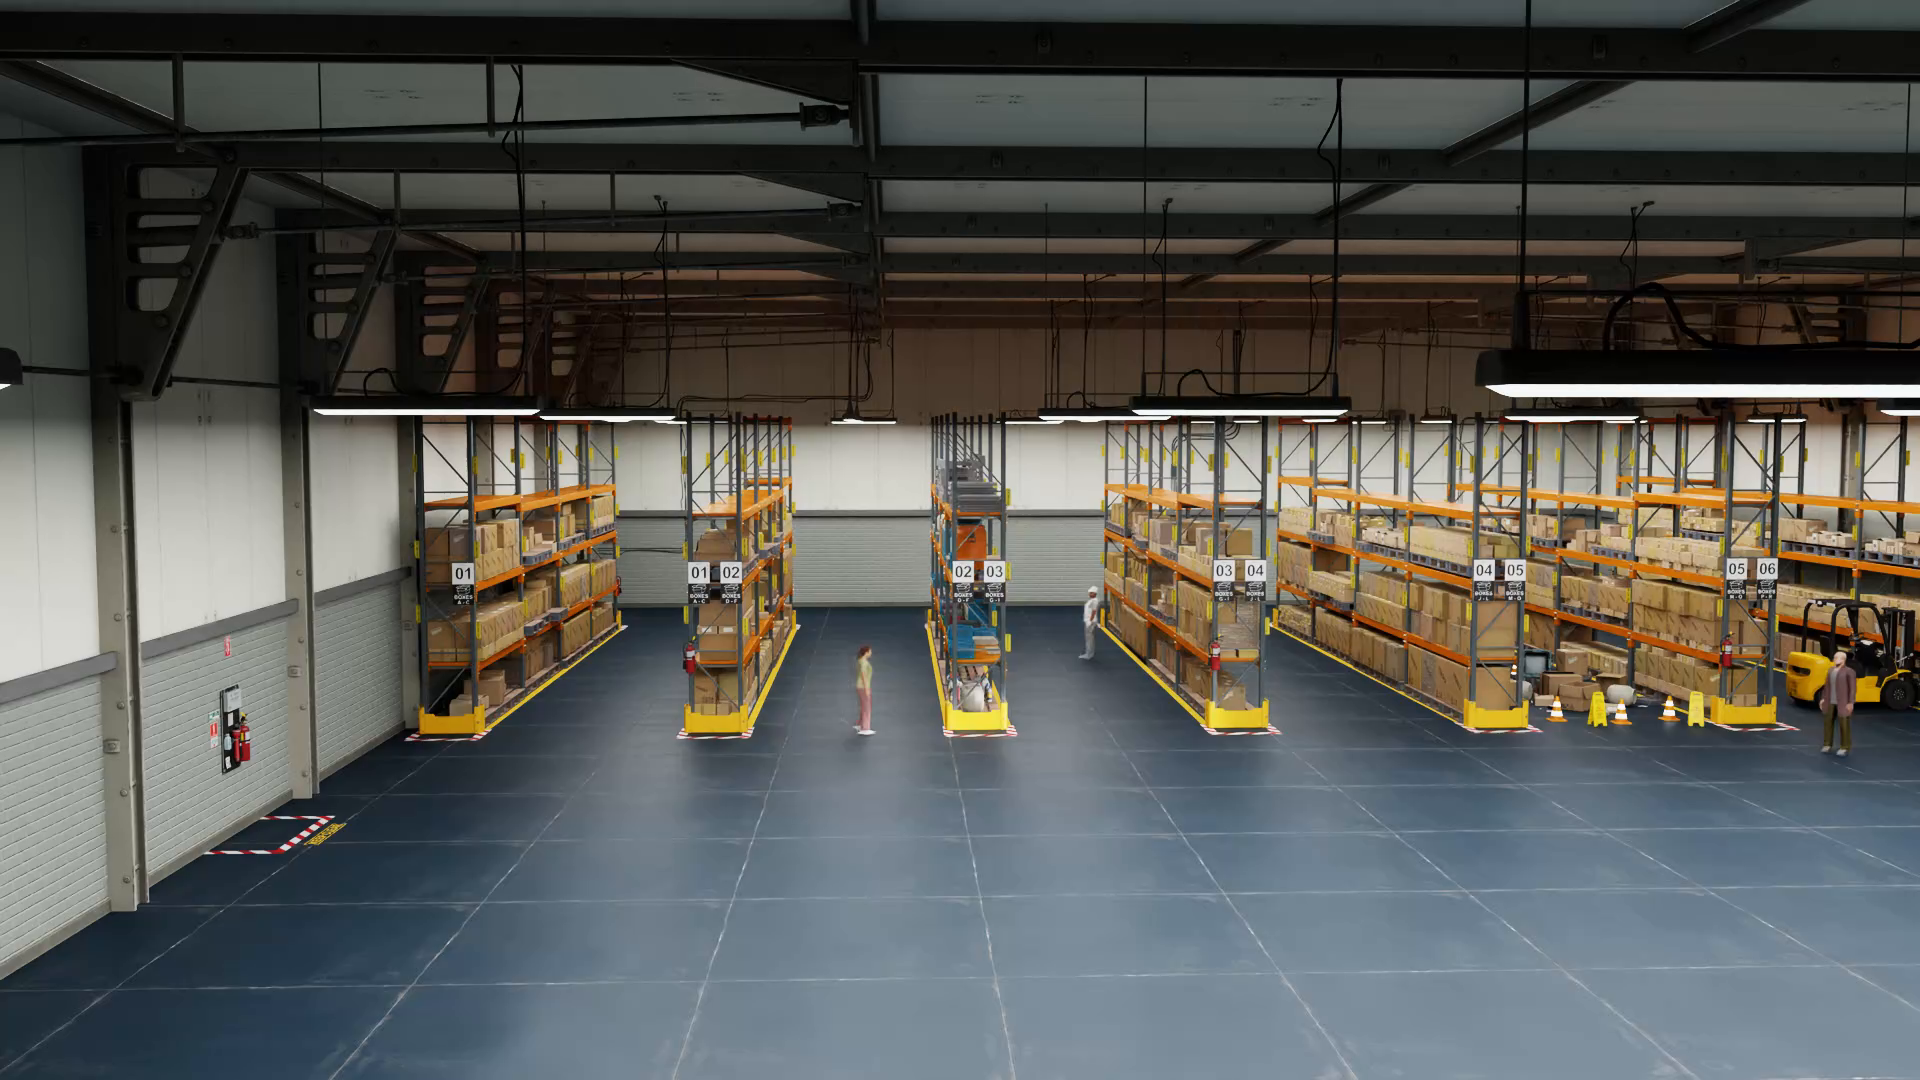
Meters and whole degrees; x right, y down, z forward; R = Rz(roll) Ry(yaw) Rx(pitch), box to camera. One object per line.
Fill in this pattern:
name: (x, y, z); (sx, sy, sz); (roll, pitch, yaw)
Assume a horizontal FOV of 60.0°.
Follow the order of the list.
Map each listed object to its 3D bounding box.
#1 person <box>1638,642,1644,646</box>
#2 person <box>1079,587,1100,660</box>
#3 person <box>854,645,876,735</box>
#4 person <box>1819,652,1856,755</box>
person: (17.763, 1.929, 43.184); (0.612, 1.775, 0.603); (-2, 4, -22)
person: (3.180, 2.037, 40.886); (0.505, 1.778, 0.628); (0, 4, 6)
person: (-1.774, 2.809, 31.043); (0.362, 1.724, 0.518); (-1, 4, -13)
person: (15.329, 2.844, 29.068); (0.423, 1.786, 0.619); (-3, 5, -36)
